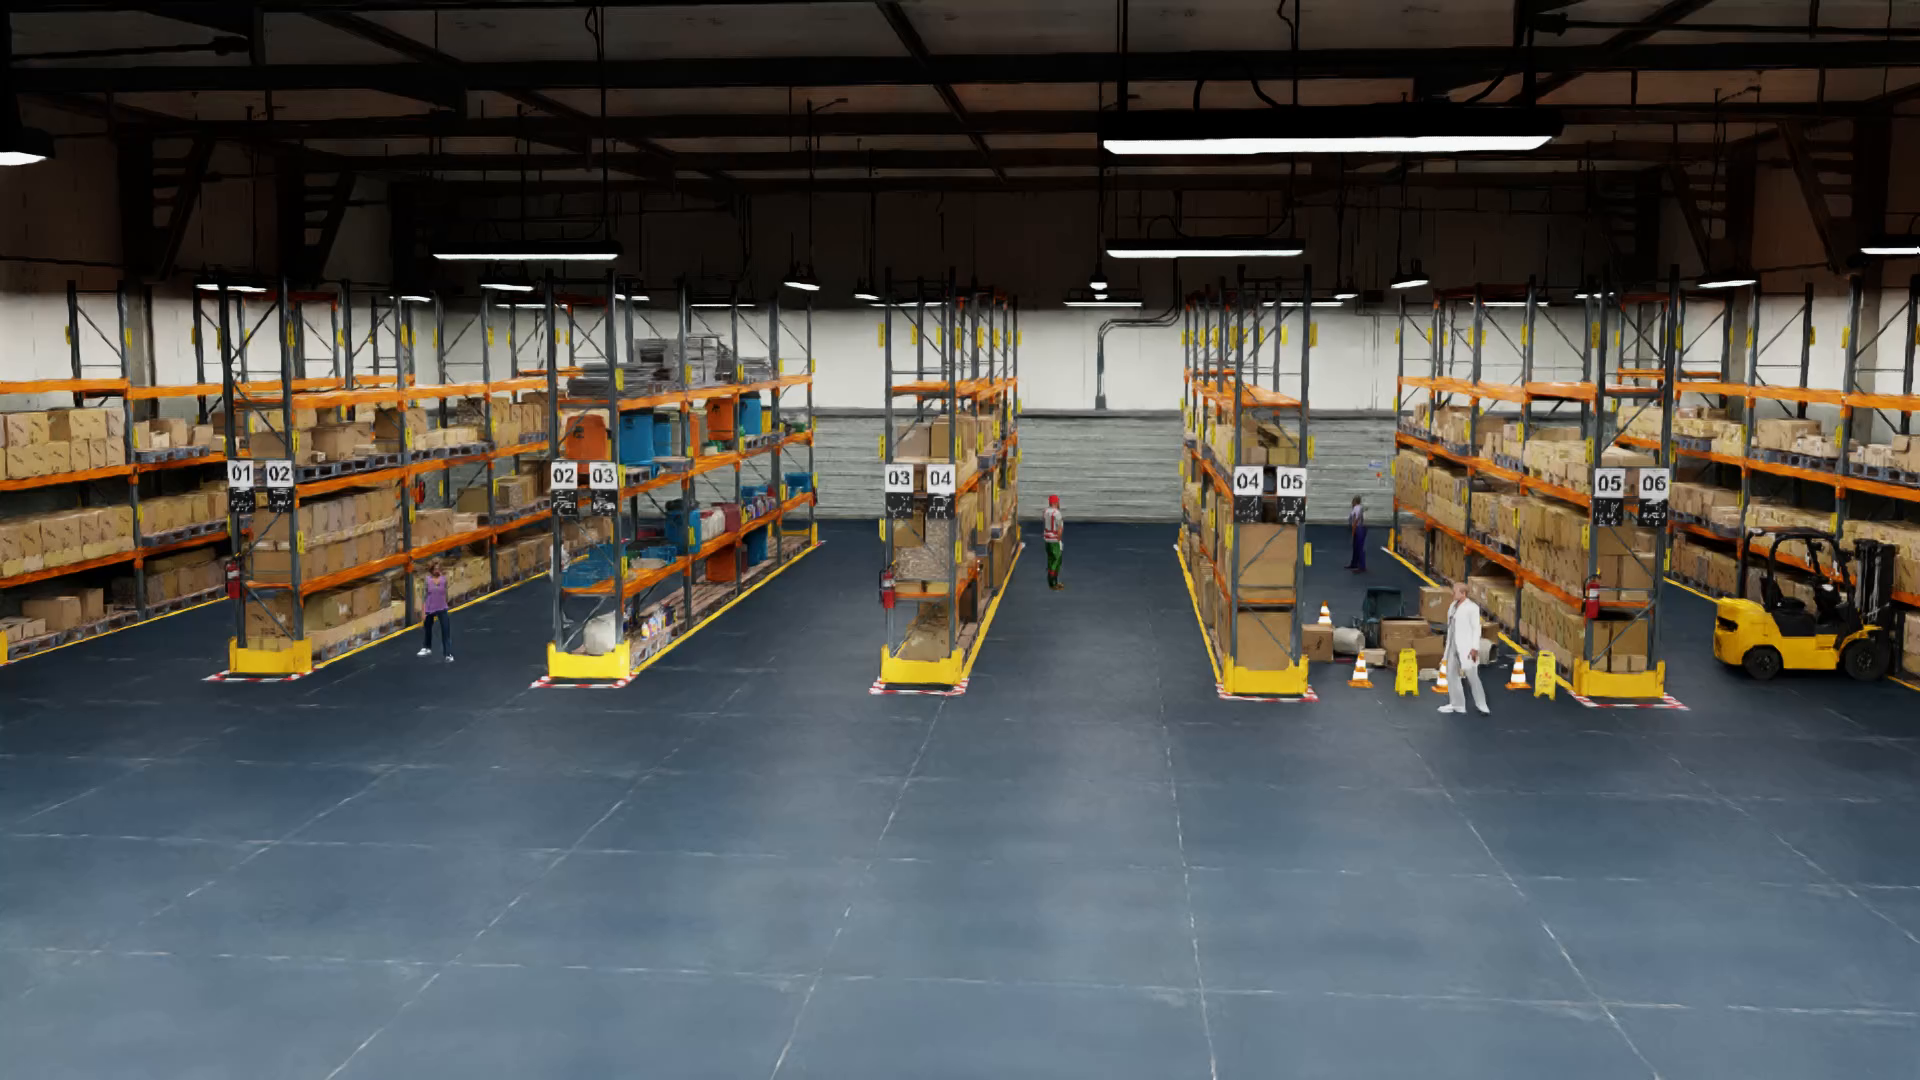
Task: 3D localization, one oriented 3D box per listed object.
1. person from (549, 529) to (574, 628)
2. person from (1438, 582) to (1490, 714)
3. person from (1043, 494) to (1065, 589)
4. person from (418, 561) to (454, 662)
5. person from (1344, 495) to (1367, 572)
[{"bbox_3d":[-6.922,0.664,28.896,0.422,1.664,0.502,-3,8,-26],"label":"person"},{"bbox_3d":[6.767,1.437,22.241,0.595,1.772,0.693,-3,8,-24],"label":"person"},{"bbox_3d":[1.805,0.024,31.406,0.443,1.773,0.606,-3,8,-26],"label":"person"},{"bbox_3d":[-8.171,1.089,25.824,0.481,1.562,0.863,-3,8,-23],"label":"person"},{"bbox_3d":[8.501,-0.157,35.709,0.525,1.644,0.591,3,8,24],"label":"person"}]
